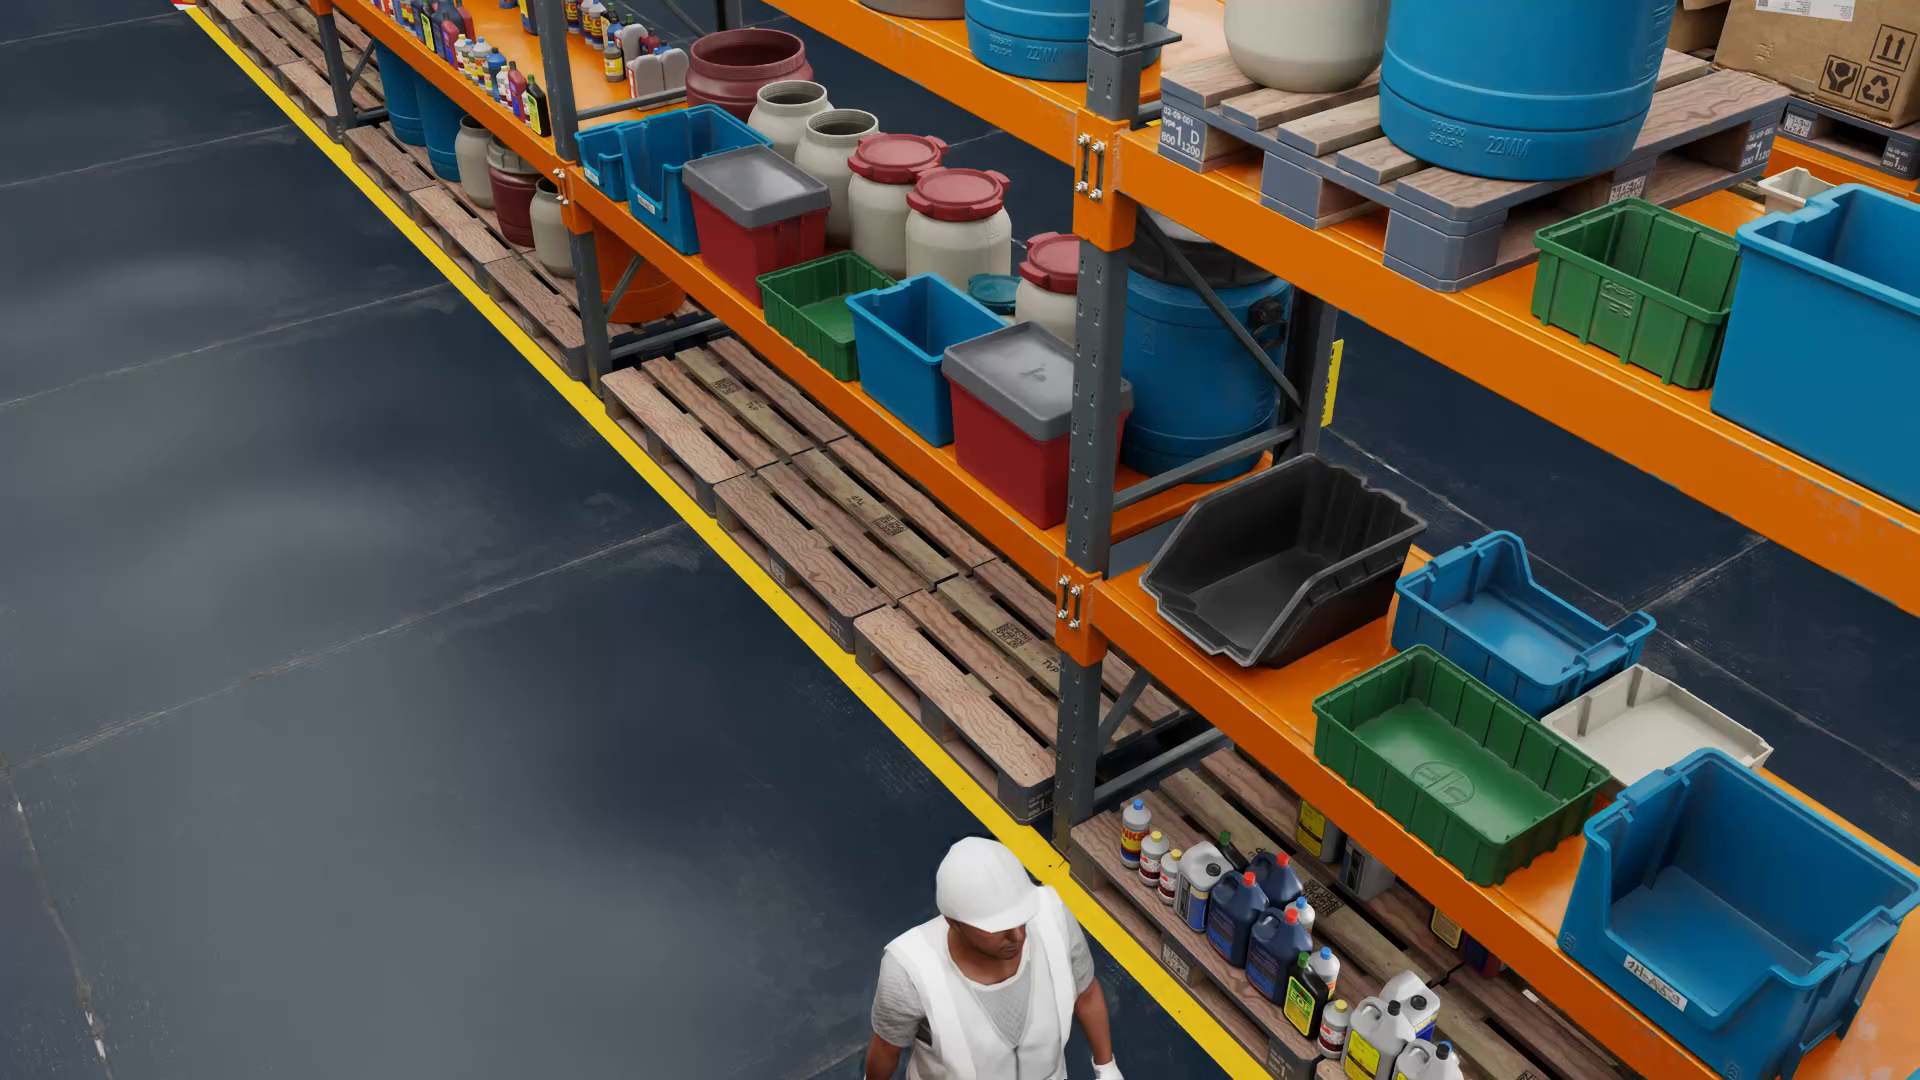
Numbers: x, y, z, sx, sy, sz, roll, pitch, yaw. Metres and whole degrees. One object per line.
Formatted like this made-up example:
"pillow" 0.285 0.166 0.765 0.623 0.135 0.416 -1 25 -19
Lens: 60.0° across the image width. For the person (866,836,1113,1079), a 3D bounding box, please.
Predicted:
"person" 0.093 1.396 4.252 0.606 1.738 1.062 -20 40 -25
